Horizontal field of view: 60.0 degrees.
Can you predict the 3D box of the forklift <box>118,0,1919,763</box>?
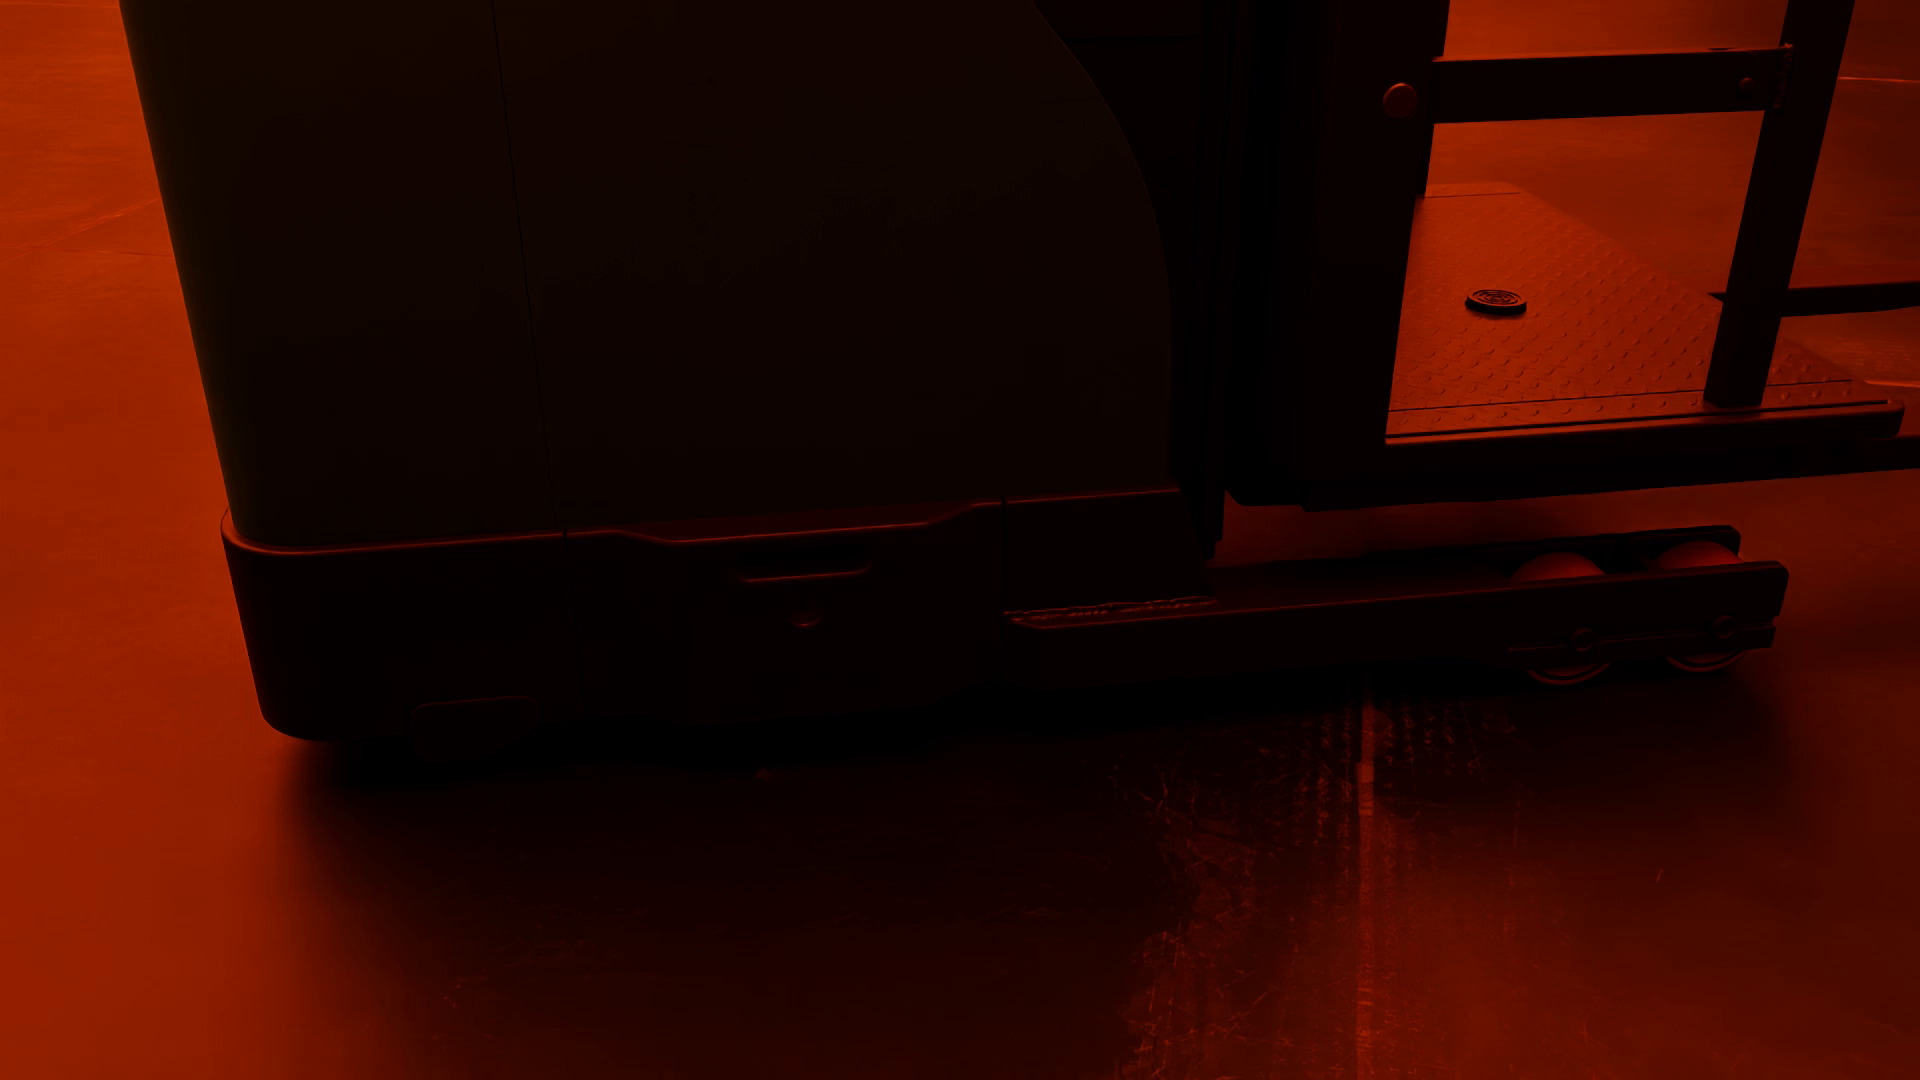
[{"bbox_3d":[0.600,-1.354,1.930,3.031,2.935,1.130,-4,27,-9],"label":"forklift"}]
